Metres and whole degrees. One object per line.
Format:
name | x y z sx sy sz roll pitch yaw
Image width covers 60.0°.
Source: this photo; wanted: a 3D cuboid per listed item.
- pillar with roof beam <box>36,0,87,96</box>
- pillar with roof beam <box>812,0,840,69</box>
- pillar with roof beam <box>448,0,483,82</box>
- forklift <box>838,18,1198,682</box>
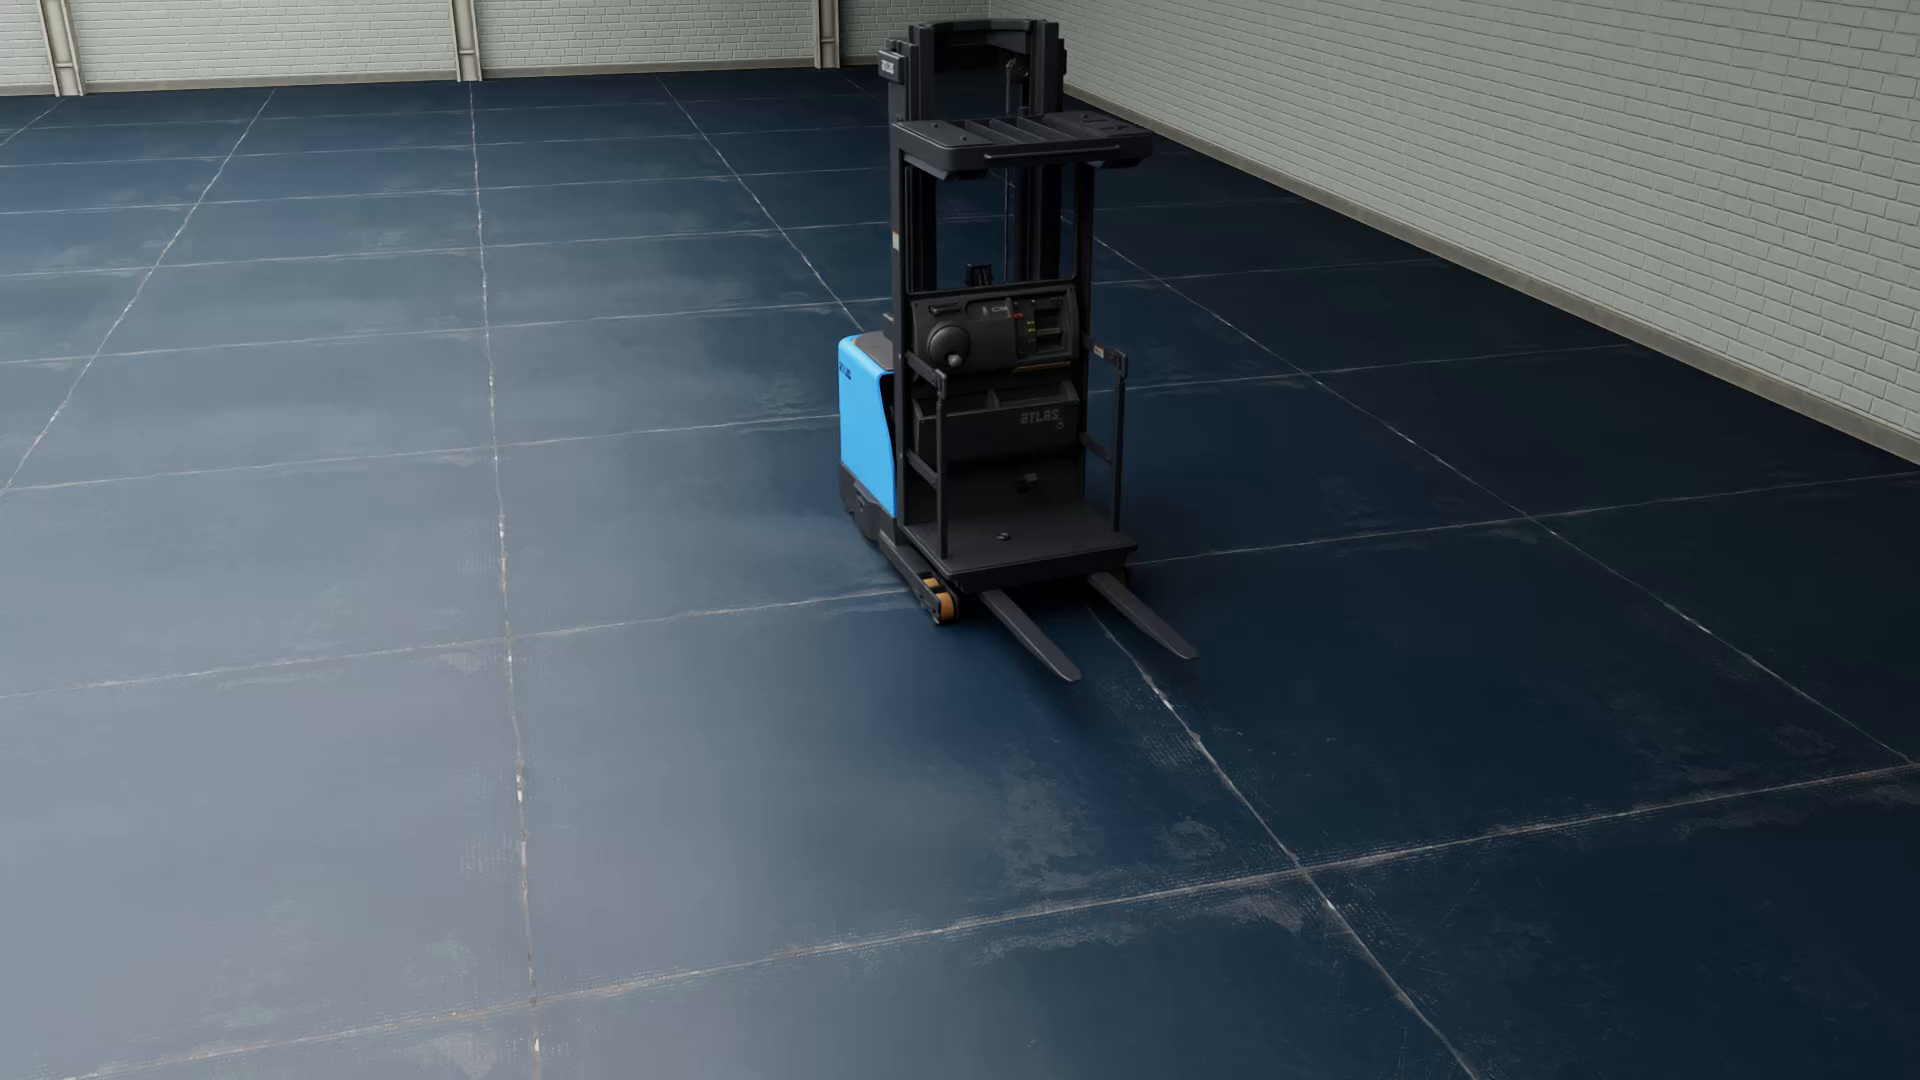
pillar with roof beam | -12.702 -9.453 20.370 0.400 9.000 9.100 -6 24 -14
pillar with roof beam | -1.149 -10.732 23.348 0.400 9.000 9.100 -6 24 -14
pillar with roof beam | -6.926 -10.092 21.859 0.400 9.000 9.100 -6 24 -14
forklift | 0.271 -1.094 8.582 1.130 2.935 3.031 -9 25 -20
